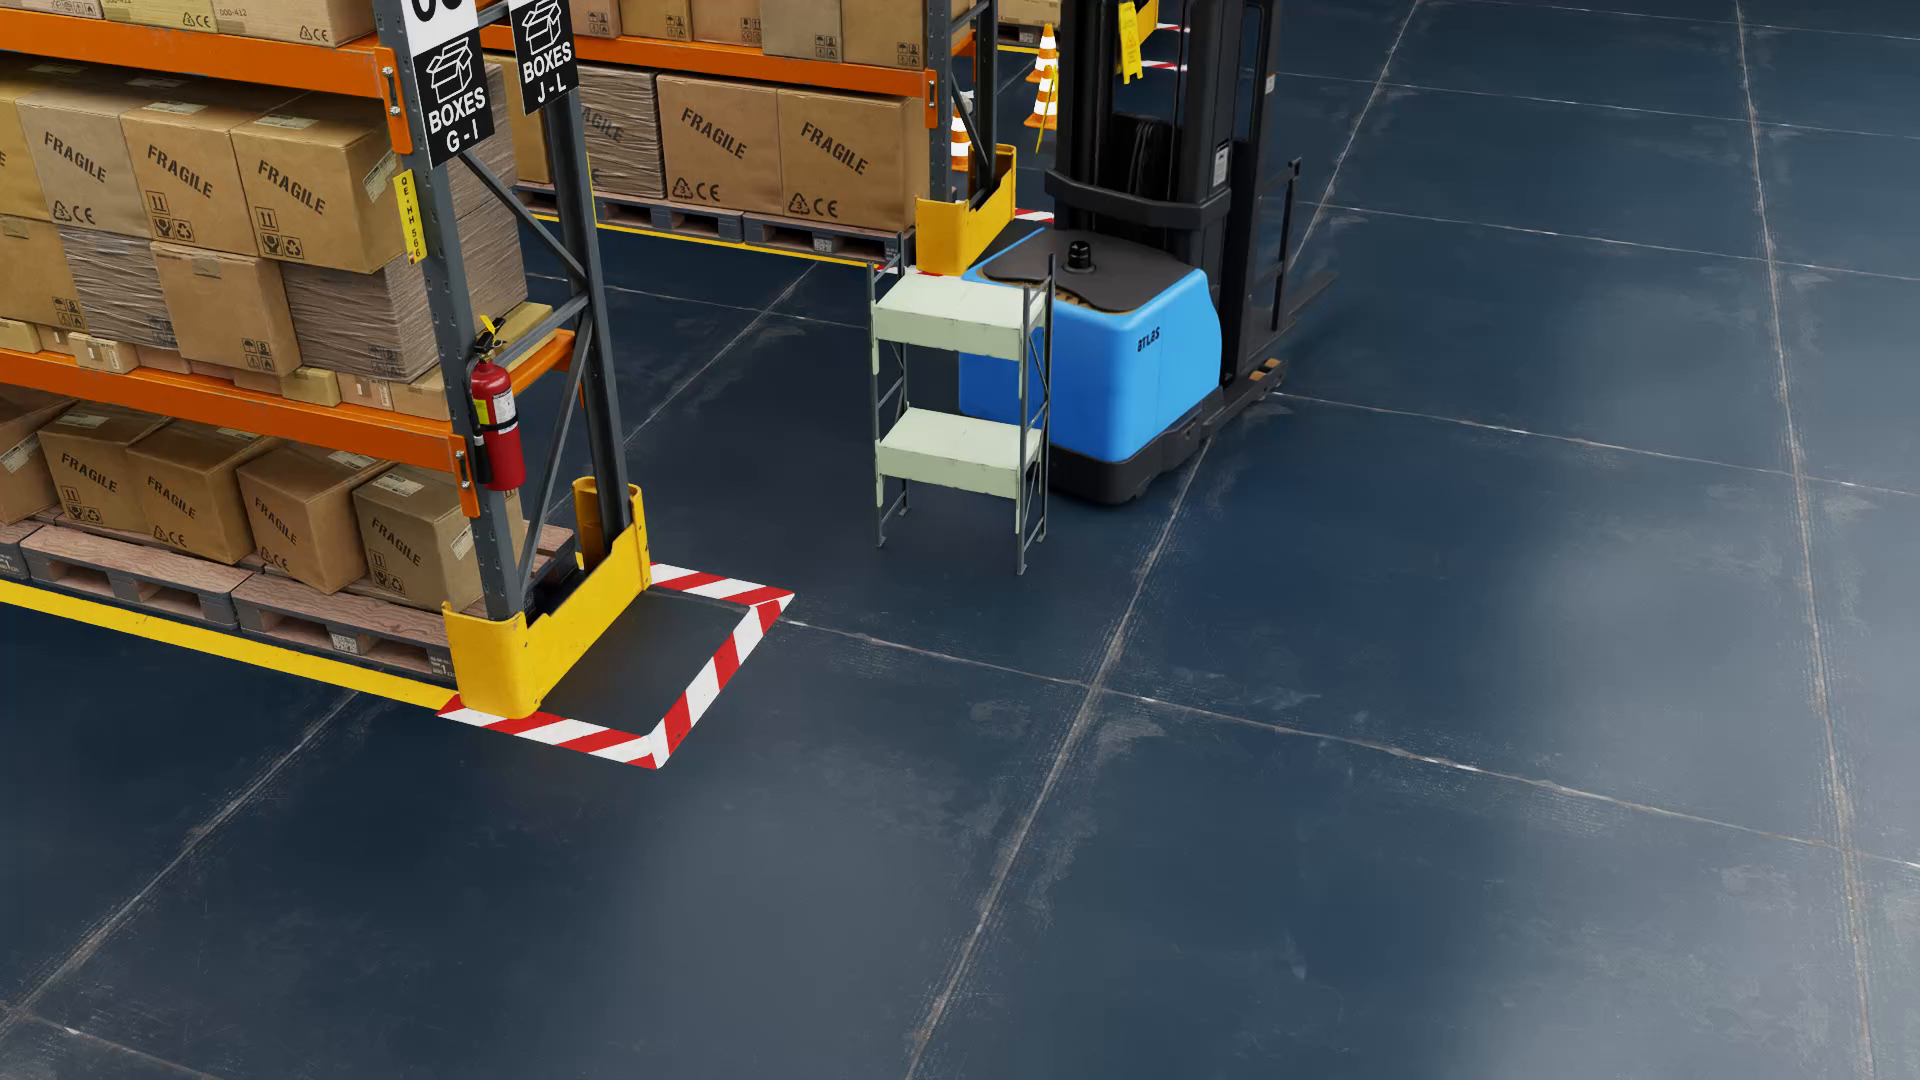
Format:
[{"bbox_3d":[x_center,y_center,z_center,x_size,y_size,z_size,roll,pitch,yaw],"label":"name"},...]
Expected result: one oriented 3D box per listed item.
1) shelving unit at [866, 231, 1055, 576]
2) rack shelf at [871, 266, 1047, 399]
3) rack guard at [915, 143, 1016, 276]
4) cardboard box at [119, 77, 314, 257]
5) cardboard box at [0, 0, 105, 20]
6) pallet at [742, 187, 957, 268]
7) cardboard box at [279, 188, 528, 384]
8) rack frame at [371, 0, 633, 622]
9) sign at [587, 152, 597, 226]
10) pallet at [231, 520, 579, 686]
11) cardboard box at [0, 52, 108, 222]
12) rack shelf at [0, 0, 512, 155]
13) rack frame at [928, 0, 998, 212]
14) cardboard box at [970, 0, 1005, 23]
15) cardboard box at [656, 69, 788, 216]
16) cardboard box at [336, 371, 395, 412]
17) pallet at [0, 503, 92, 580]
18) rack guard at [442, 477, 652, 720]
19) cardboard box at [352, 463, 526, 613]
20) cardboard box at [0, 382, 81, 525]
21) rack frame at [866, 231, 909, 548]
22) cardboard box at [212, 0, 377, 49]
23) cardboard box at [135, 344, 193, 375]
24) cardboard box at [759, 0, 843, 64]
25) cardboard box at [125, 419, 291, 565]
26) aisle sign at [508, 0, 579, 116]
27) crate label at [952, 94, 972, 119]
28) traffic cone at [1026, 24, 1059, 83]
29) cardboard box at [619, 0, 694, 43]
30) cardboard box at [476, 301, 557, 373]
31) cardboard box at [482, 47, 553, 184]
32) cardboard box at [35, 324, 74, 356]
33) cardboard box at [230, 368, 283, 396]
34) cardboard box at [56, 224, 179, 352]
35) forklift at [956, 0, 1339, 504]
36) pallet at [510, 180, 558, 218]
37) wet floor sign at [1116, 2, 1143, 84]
[{"bbox_3d":[0.006,-0.629,7.841,0.755,1.500,0.431,11,34,16],"label":"shelving unit"},{"bbox_3d":[0.006,-0.957,7.630,0.720,0.370,0.431,11,34,16],"label":"rack shelf"},{"bbox_3d":[0.050,-2.263,11.293,0.348,0.500,1.175,11,34,16],"label":"rack guard"},{"bbox_3d":[-2.815,-1.453,6.447,0.500,0.500,0.500,11,34,16],"label":"cardboard box"},{"bbox_3d":[-3.231,-2.147,6.182,0.500,0.250,0.500,12,35,18],"label":"cardboard box"},{"bbox_3d":[-0.752,-2.252,11.543,1.213,0.211,1.003,11,34,16],"label":"pallet"},{"bbox_3d":[-2.250,-1.085,6.798,0.500,0.500,0.875,11,34,16],"label":"cardboard box"},{"bbox_3d":[-1.741,-0.803,6.728,0.127,3.000,1.000,11,34,16],"label":"rack frame"},{"bbox_3d":[-1.558,-1.444,6.923,0.005,0.325,0.100,11,34,16],"label":"sign"},{"bbox_3d":[-2.566,0.188,7.764,1.213,0.211,1.003,11,34,16],"label":"pallet"},{"bbox_3d":[-3.753,-1.641,6.739,0.500,0.500,0.500,11,34,16],"label":"cardboard box"},{"bbox_3d":[-3.624,-2.127,6.677,4.000,0.370,1.077,11,34,16],"label":"rack shelf"},{"bbox_3d":[0.027,-3.317,10.622,0.127,3.000,1.000,11,34,16],"label":"rack frame"},{"bbox_3d":[0.265,-4.994,15.367,0.500,0.250,0.500,11,34,17],"label":"cardboard box"},{"bbox_3d":[-1.462,-2.851,11.472,0.875,0.875,0.875,10,34,16],"label":"cardboard box"},{"bbox_3d":[-2.314,-0.690,6.785,0.250,0.149,0.380,11,34,16],"label":"cardboard box"},{"bbox_3d":[-4.863,-0.259,8.456,1.213,0.211,1.003,11,34,16],"label":"pallet"},{"bbox_3d":[-1.813,0.233,7.428,0.348,0.500,1.175,11,34,16],"label":"rack guard"},{"bbox_3d":[-2.323,-0.052,7.483,0.500,0.500,0.500,18,37,25],"label":"cardboard box"},{"bbox_3d":[-4.602,-0.467,8.125,0.500,0.500,0.500,23,39,31],"label":"cardboard box"},{"bbox_3d":[-0.338,-0.696,7.945,0.023,1.500,0.400,11,34,16],"label":"rack frame"},{"bbox_3d":[-2.281,-1.959,5.891,0.500,0.250,0.500,12,35,18],"label":"cardboard box"},{"bbox_3d":[-3.261,-0.865,7.055,0.250,0.149,0.380,11,34,16],"label":"cardboard box"},{"bbox_3d":[-0.862,-3.514,10.790,0.550,0.550,0.875,11,34,16],"label":"cardboard box"},{"bbox_3d":[-3.481,-0.268,7.817,0.500,0.500,0.500,14,35,21],"label":"cardboard box"},{"bbox_3d":[-1.582,-2.037,6.243,0.004,0.787,0.394,11,34,16],"label":"aisle sign"},{"bbox_3d":[-0.053,-3.564,13.643,0.298,0.136,0.250,-6,33,-9],"label":"crate label"},{"bbox_3d":[0.762,-4.217,14.355,0.334,0.463,0.336,11,34,16],"label":"traffic cone"},{"bbox_3d":[-1.860,-3.757,11.165,0.500,0.550,0.875,11,34,16],"label":"cardboard box"},{"bbox_3d":[-1.929,-0.871,7.066,0.250,0.149,0.380,11,34,16],"label":"cardboard box"},{"bbox_3d":[-3.170,-3.182,11.985,0.875,0.875,0.875,12,35,17],"label":"cardboard box"},{"bbox_3d":[-3.739,-0.946,7.182,0.250,0.149,0.380,11,34,16],"label":"cardboard box"},{"bbox_3d":[-2.797,-0.763,6.898,0.250,0.149,0.380,11,34,16],"label":"cardboard box"},{"bbox_3d":[-3.217,-1.228,7.021,0.500,0.500,0.875,11,34,16],"label":"cardboard box"},{"bbox_3d":[1.238,-2.163,8.897,1.130,2.935,3.031,21,38,29],"label":"forklift"},{"bbox_3d":[-3.049,-2.698,12.235,1.213,0.211,1.003,11,34,16],"label":"pallet"},{"bbox_3d":[1.420,-4.293,14.304,0.232,0.644,0.267,24,40,32],"label":"wet floor sign"}]
